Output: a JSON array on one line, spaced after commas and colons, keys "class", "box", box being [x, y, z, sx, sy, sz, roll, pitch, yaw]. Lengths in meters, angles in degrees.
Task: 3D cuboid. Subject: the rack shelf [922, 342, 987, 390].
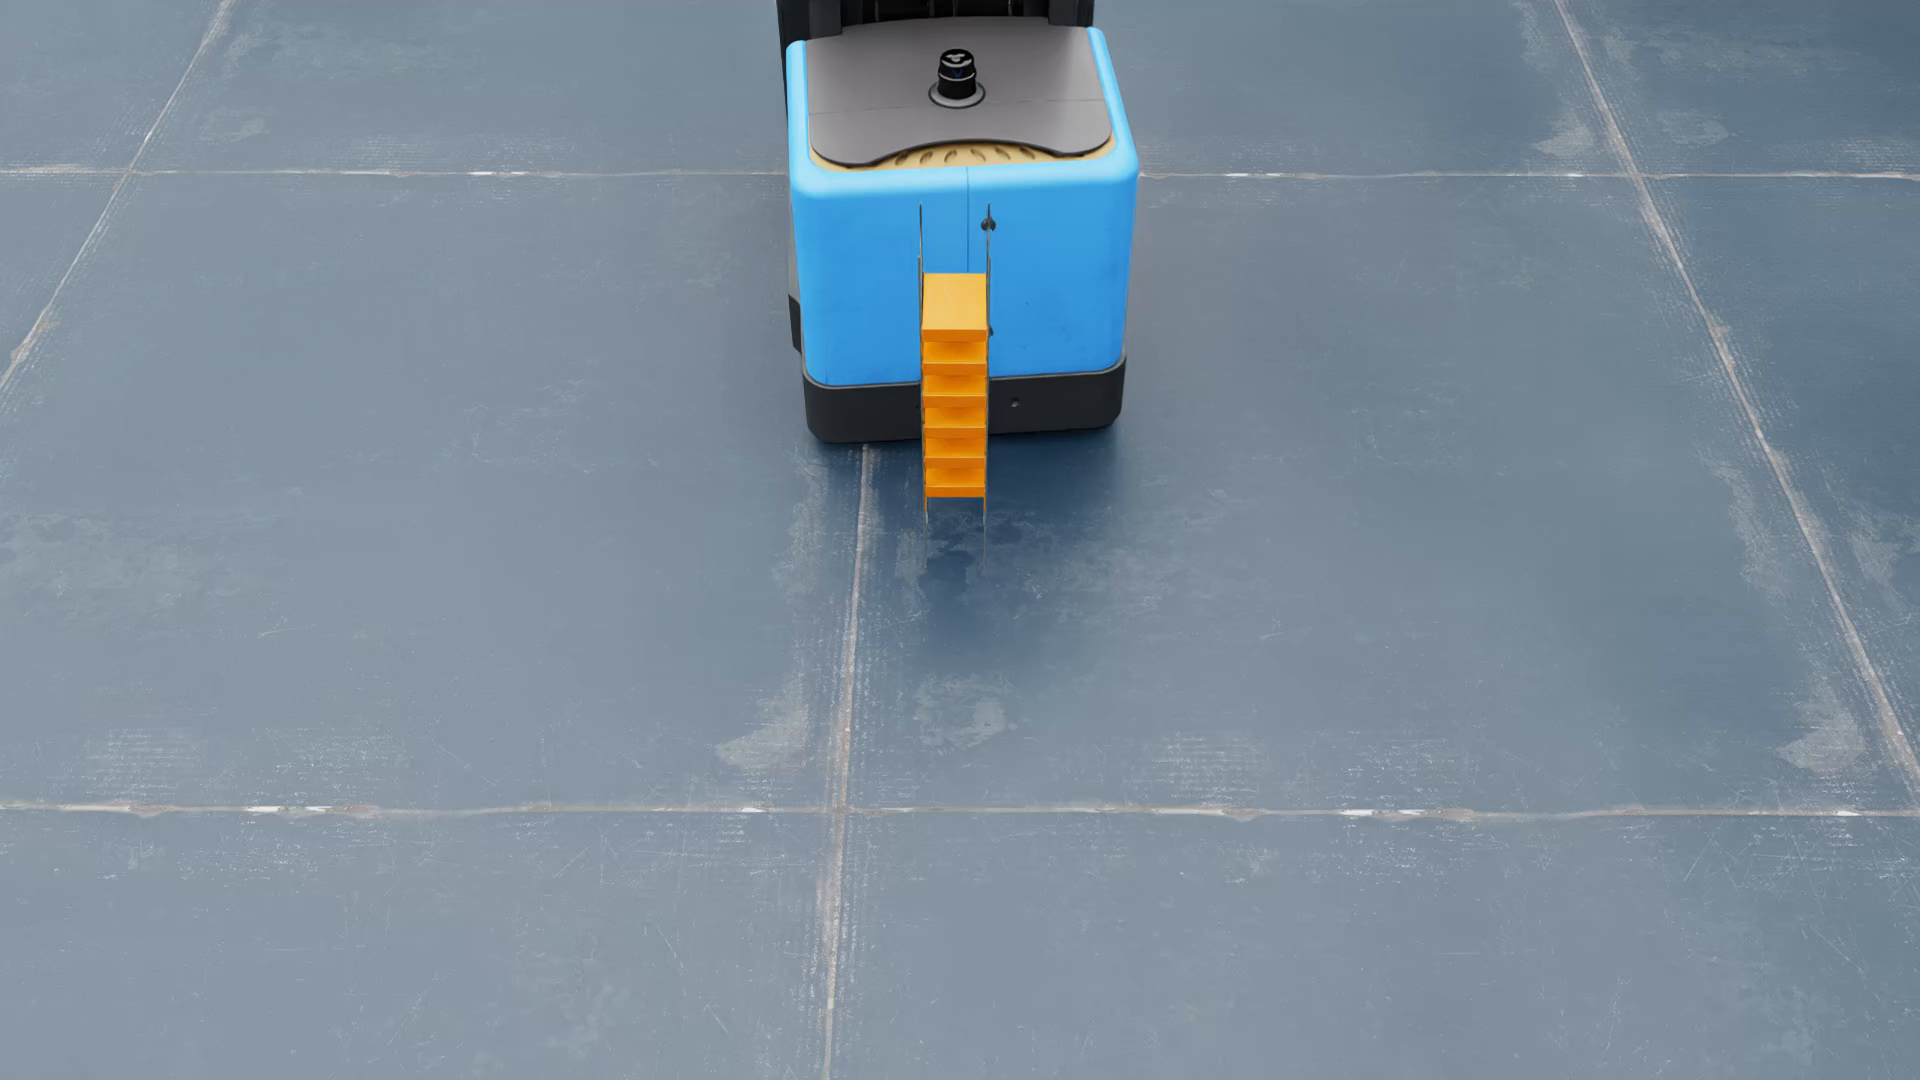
[{"class": "rack shelf", "box": [-0.014, -0.542, 4.668, 0.180, 0.103, 0.258, 0, 47, 0]}]

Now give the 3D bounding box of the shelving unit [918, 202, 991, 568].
[{"class": "shelving unit", "box": [-0.014, -0.409, 4.811, 0.189, 1.200, 0.258, 0, 47, 0]}]

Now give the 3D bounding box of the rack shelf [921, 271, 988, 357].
[{"class": "rack shelf", "box": [-0.014, -0.624, 4.580, 0.180, 0.103, 0.258, 0, 47, 0]}]

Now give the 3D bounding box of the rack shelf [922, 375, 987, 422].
[{"class": "rack shelf", "box": [-0.014, -0.460, 4.756, 0.180, 0.103, 0.258, 0, 47, 0]}]

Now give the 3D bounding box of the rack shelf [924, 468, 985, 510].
[{"class": "rack shelf", "box": [-0.014, -0.215, 5.019, 0.180, 0.103, 0.258, 0, 47, 0]}]

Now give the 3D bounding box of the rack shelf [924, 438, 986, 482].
[{"class": "rack shelf", "box": [-0.014, -0.297, 4.931, 0.180, 0.103, 0.258, 0, 47, 0]}]

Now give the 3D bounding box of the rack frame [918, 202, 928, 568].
[{"class": "rack frame", "box": [-0.106, -0.409, 4.811, 0.006, 1.200, 0.240, 0, 47, 0]}]

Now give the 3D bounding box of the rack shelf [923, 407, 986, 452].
[{"class": "rack shelf", "box": [-0.014, -0.379, 4.843, 0.180, 0.103, 0.258, 0, 47, 0]}]

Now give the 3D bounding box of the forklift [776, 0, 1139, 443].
[{"class": "forklift", "box": [-0.106, -2.398, 5.479, 1.130, 2.935, 3.031, -4, 47, -3]}]

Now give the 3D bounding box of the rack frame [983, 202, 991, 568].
[{"class": "rack frame", "box": [0.077, -0.409, 4.811, 0.006, 1.200, 0.240, 0, 47, 0]}]
